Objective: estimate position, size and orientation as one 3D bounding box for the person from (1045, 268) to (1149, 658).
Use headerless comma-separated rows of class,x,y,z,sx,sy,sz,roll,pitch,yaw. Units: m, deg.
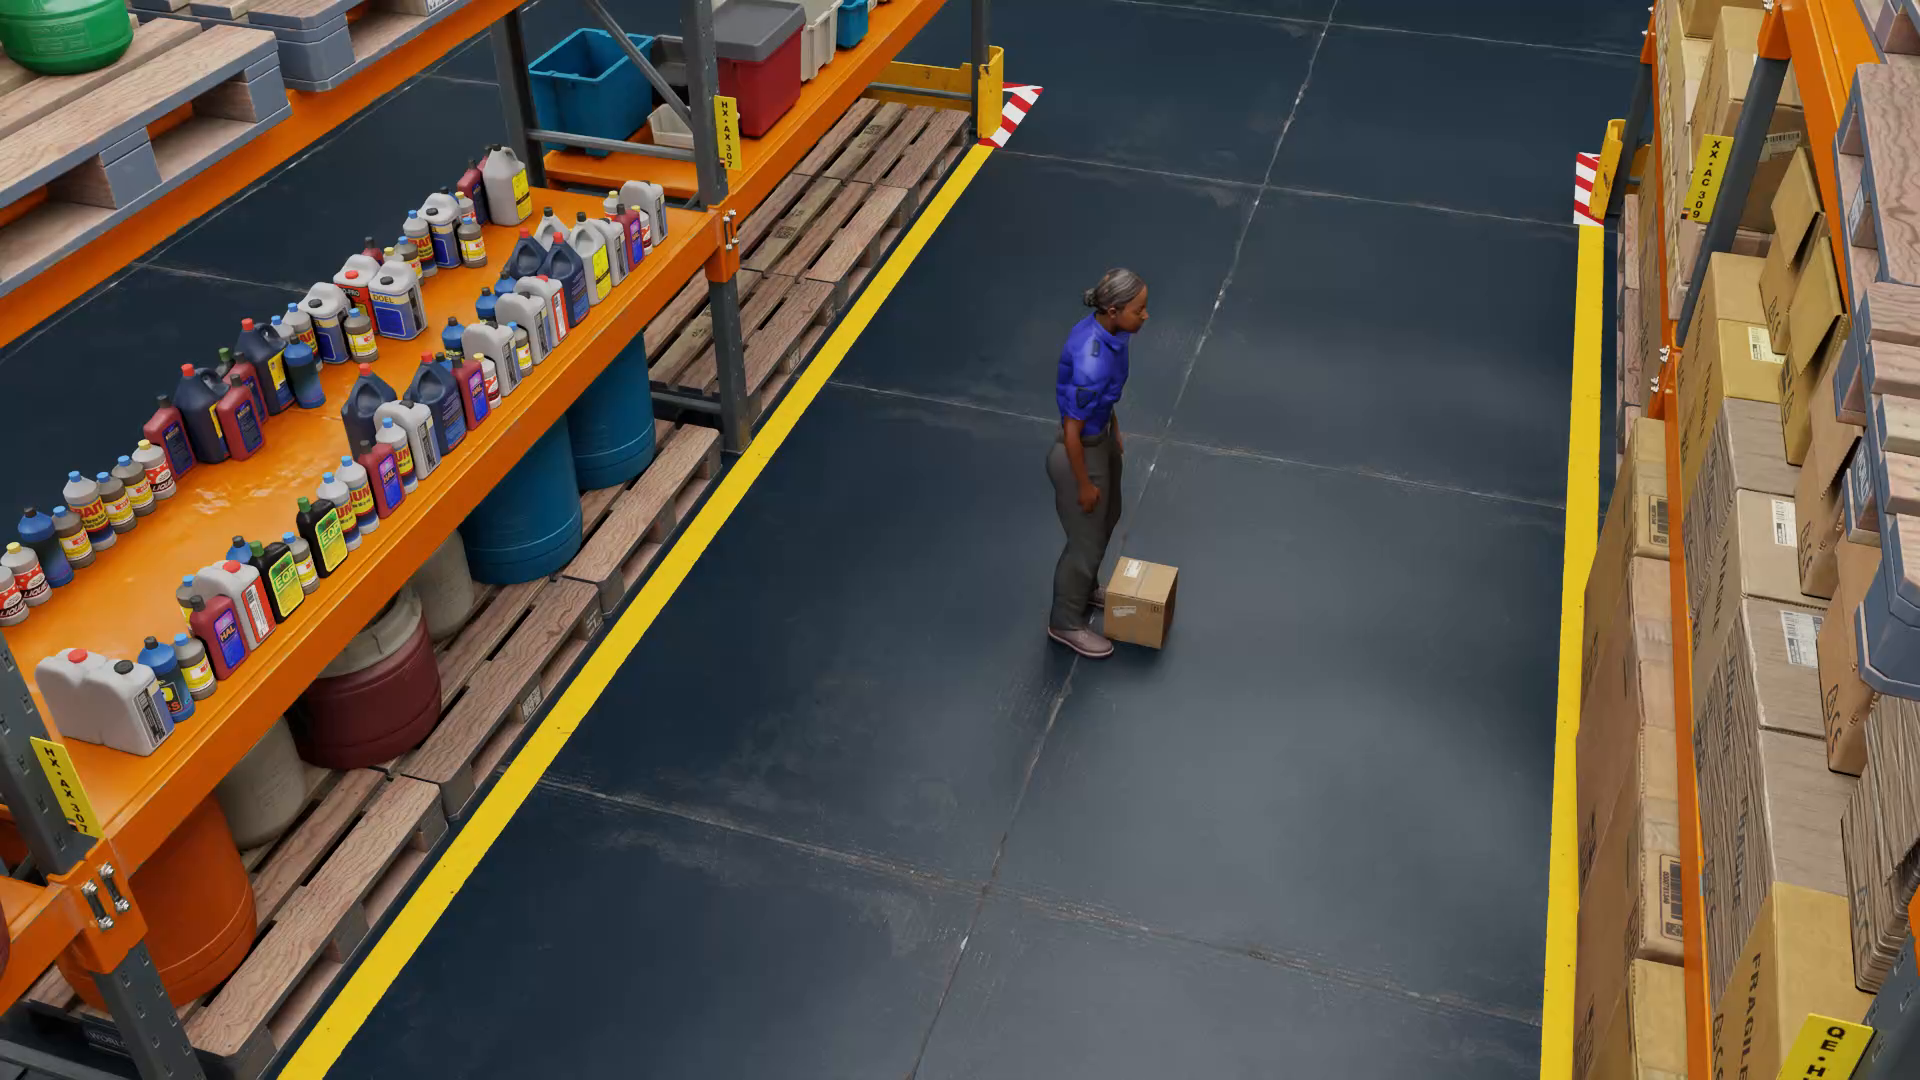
person,0.530,-0.329,6.587,0.347,1.655,0.505,11,39,14
